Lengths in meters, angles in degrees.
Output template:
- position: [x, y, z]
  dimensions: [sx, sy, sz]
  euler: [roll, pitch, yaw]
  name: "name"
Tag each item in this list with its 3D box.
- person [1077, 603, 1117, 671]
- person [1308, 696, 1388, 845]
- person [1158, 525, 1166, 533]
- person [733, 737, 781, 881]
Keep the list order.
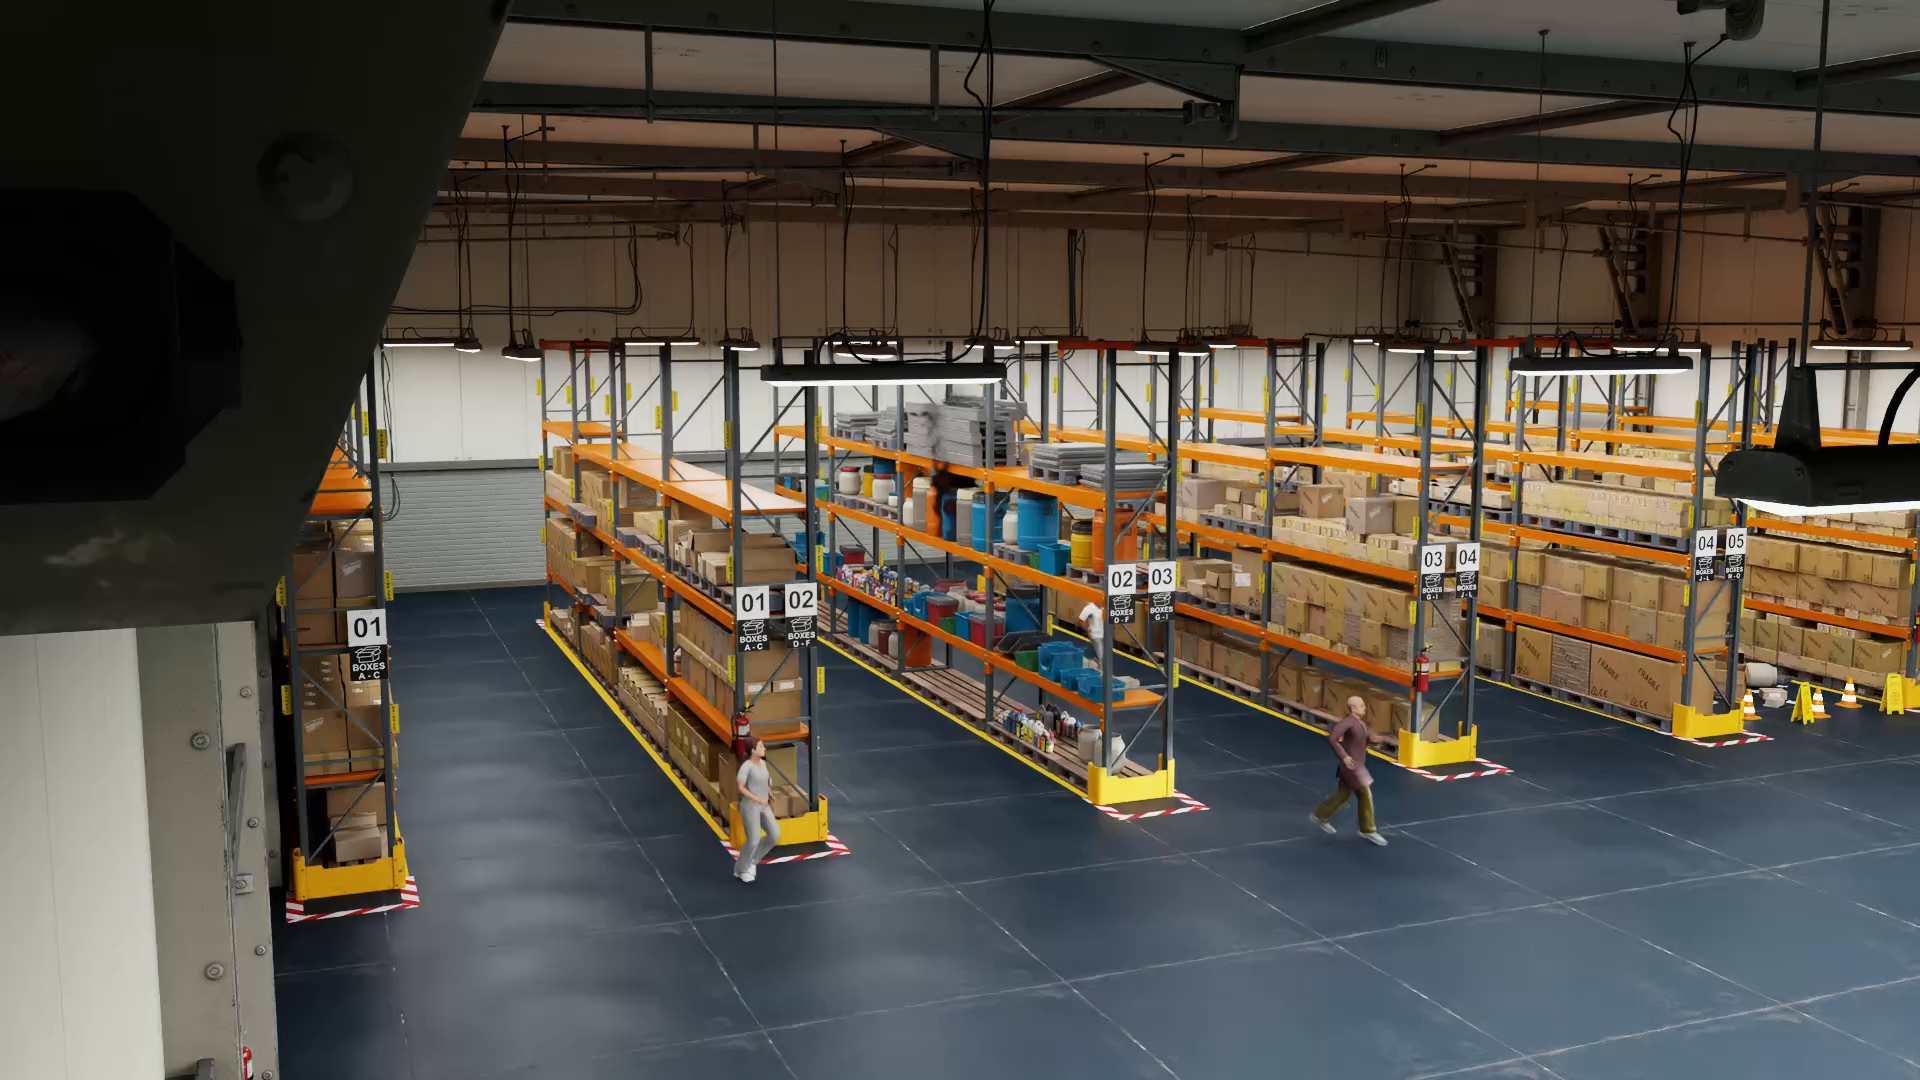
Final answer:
- position: [2.430, 1.695, 29.113]
  dimensions: [0.711, 1.733, 0.786]
  euler: [-4, 8, -29]
  name: "person"
- position: [4.787, 2.799, 20.424]
  dimensions: [0.975, 1.817, 0.679]
  euler: [2, 8, 16]
  name: "person"
- position: [5.160, 0.121, 41.462]
  dimensions: [0.821, 1.715, 0.642]
  euler: [-5, 9, -32]
  name: "person"
- position: [-2.295, 3.062, 19.009]
  dimensions: [0.537, 1.631, 0.637]
  euler: [4, 9, 29]
  name: "person"
